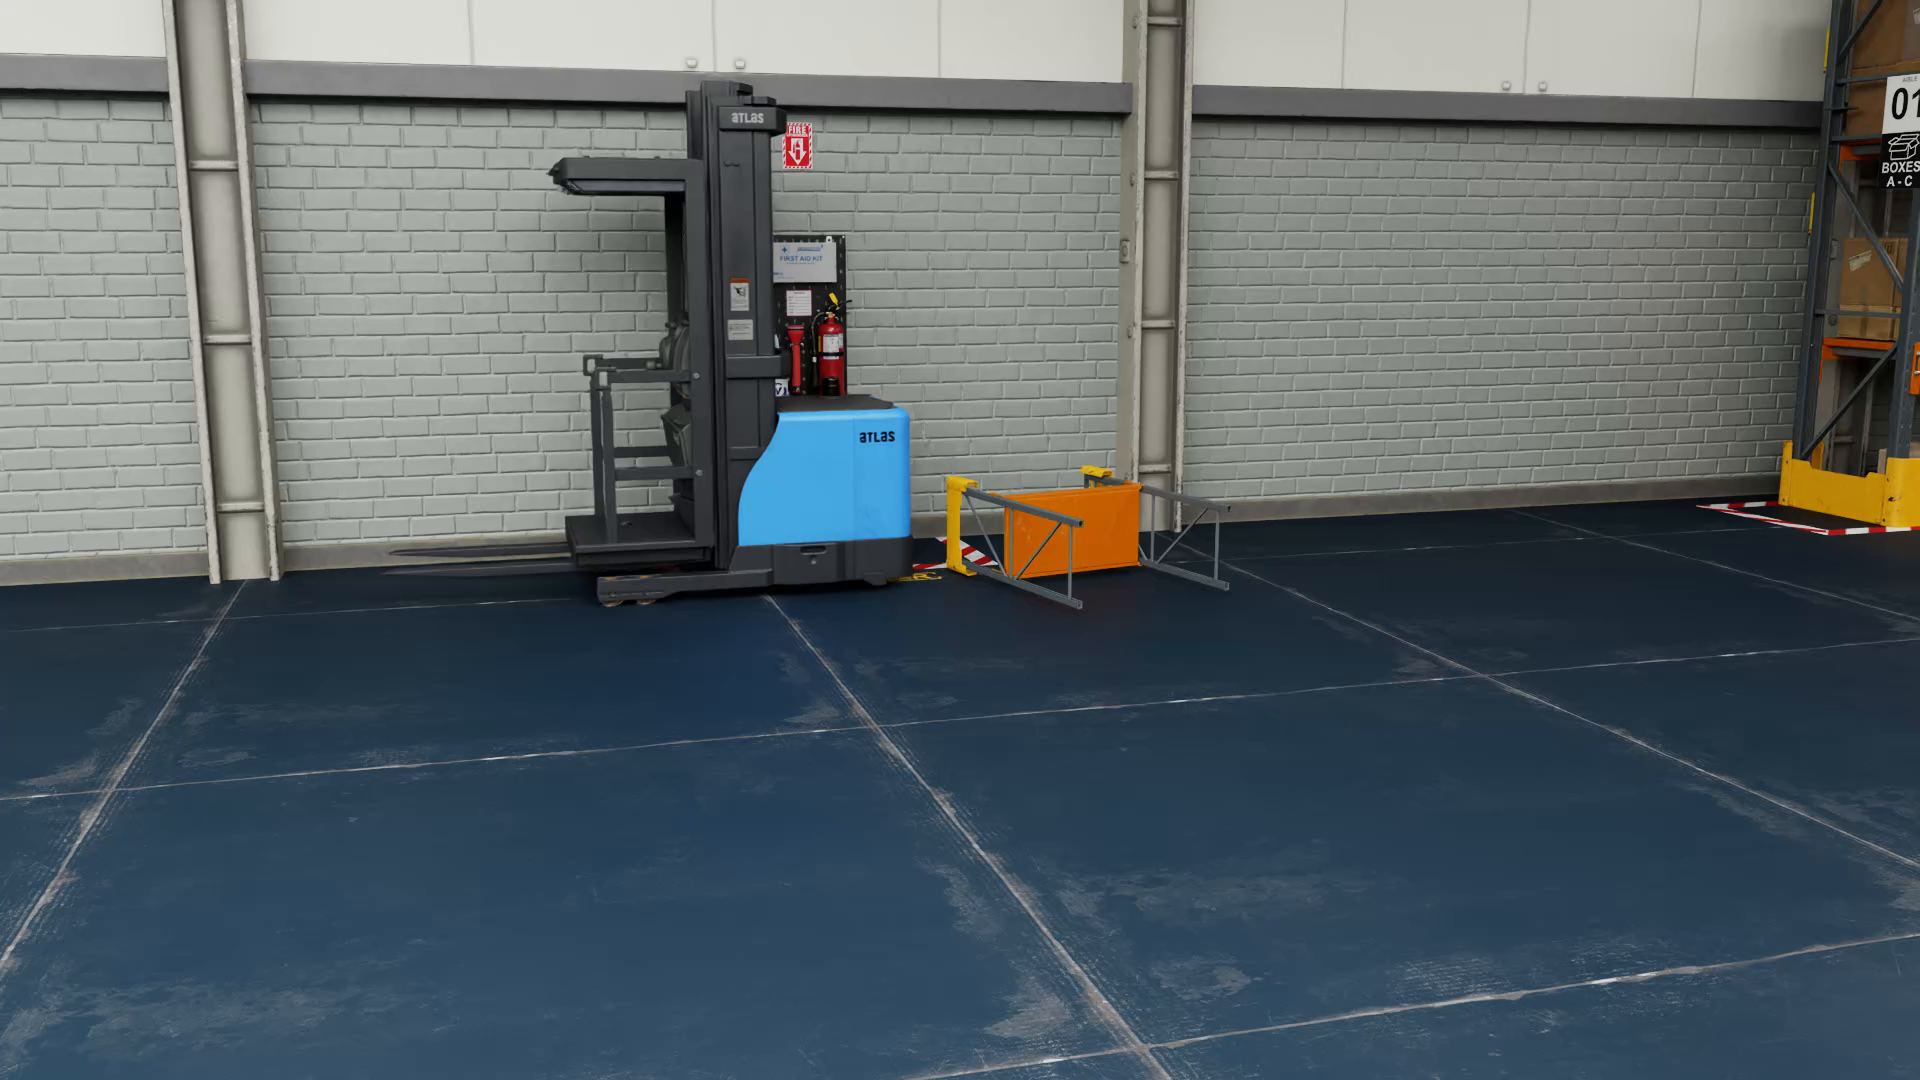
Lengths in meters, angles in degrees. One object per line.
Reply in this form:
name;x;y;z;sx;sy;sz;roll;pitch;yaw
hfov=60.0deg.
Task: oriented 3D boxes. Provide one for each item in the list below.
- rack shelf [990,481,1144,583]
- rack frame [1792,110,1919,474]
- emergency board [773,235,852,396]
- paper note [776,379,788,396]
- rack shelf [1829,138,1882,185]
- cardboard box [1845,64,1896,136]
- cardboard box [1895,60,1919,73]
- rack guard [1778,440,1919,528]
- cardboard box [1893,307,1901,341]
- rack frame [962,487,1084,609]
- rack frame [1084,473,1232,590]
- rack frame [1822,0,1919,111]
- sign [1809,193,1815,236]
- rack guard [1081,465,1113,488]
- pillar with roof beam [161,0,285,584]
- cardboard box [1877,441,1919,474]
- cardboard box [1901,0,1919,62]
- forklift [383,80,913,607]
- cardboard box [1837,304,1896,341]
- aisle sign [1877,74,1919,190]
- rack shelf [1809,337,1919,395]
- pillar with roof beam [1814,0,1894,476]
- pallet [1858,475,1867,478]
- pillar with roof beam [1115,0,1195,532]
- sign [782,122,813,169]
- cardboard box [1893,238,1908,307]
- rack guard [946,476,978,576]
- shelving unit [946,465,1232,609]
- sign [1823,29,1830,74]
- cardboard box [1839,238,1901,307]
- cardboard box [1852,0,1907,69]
rack shelf;0.656;-0.060;10.179;1.000;0.538;0.185;-6;12;-28
rack frame;6.681;-1.668;12.323;0.127;3.000;1.000;-3;11;-16
emergency board;-1.033;-1.432;11.040;0.643;1.169;0.194;-3;11;-16
paper note;-1.222;-1.002;11.136;0.142;0.148;0.016;-3;11;-16
rack shelf;8.601;-2.891;12.666;4.000;0.370;1.077;-3;11;-16
cardboard box;7.011;-3.268;12.394;0.500;0.500;0.500;-2;11;-12
cardboard box;7.072;-3.176;11.897;0.500;0.500;0.500;-3;11;-14
rack guard;6.754;-0.443;12.570;0.348;0.500;1.175;-3;11;-16
cardboard box;7.238;-1.574;12.169;0.500;0.250;0.500;-3;11;-18
rack frame;0.299;0.014;9.782;0.032;0.500;1.500;-6;12;-28
rack frame;1.188;-0.076;10.267;0.032;0.500;1.500;-6;12;-28
rack frame;6.681;-4.619;11.780;0.127;3.000;1.000;-3;11;-16
sign;6.545;-2.491;12.719;0.005;0.325;0.100;-3;11;-16
rack guard;0.884;-0.178;10.803;0.087;0.587;0.250;-6;12;-28
pillar with roof beam;-3.207;-3.449;5.425;0.400;9.000;9.100;-3;11;-16
cardboard box;7.371;-0.582;12.632;0.500;0.311;0.500;-4;11;-22
cardboard box;7.119;-3.671;11.827;0.500;0.500;0.500;-4;11;-20
forklift;-1.860;-1.168;9.795;3.031;2.935;1.130;-3;11;-16
cardboard box;7.076;-1.662;12.646;0.500;0.250;0.500;-3;11;-15
aisle sign;6.696;-2.891;11.785;0.004;0.787;0.394;-3;11;-16
rack shelf;8.601;-1.416;12.938;4.000;0.370;1.077;-3;11;-16
pillar with roof beam;8.315;-4.056;8.724;0.400;9.000;9.100;-3;11;-16
pallet;7.544;-0.336;12.786;1.213;0.211;1.003;-3;11;-16
pillar with roof beam;2.554;-3.752;7.075;0.400;9.000;9.100;-3;11;-16
sign;-1.068;-2.589;10.922;0.199;0.298;0.001;-3;11;-16
cardboard box;7.224;-1.945;12.114;0.500;0.500;0.500;-3;11;-16
rack guard;0.013;-0.090;10.329;0.087;0.587;0.250;-6;12;-28
shelving unit;0.751;-0.032;10.029;1.083;0.587;1.500;-6;12;-28
sign;6.545;-3.676;12.501;0.005;0.325;0.100;-3;11;-16
cardboard box;7.074;-2.034;12.597;0.500;0.500;0.500;-3;11;-17
cardboard box;7.022;-3.761;12.316;0.500;0.500;0.500;-3;11;-13
